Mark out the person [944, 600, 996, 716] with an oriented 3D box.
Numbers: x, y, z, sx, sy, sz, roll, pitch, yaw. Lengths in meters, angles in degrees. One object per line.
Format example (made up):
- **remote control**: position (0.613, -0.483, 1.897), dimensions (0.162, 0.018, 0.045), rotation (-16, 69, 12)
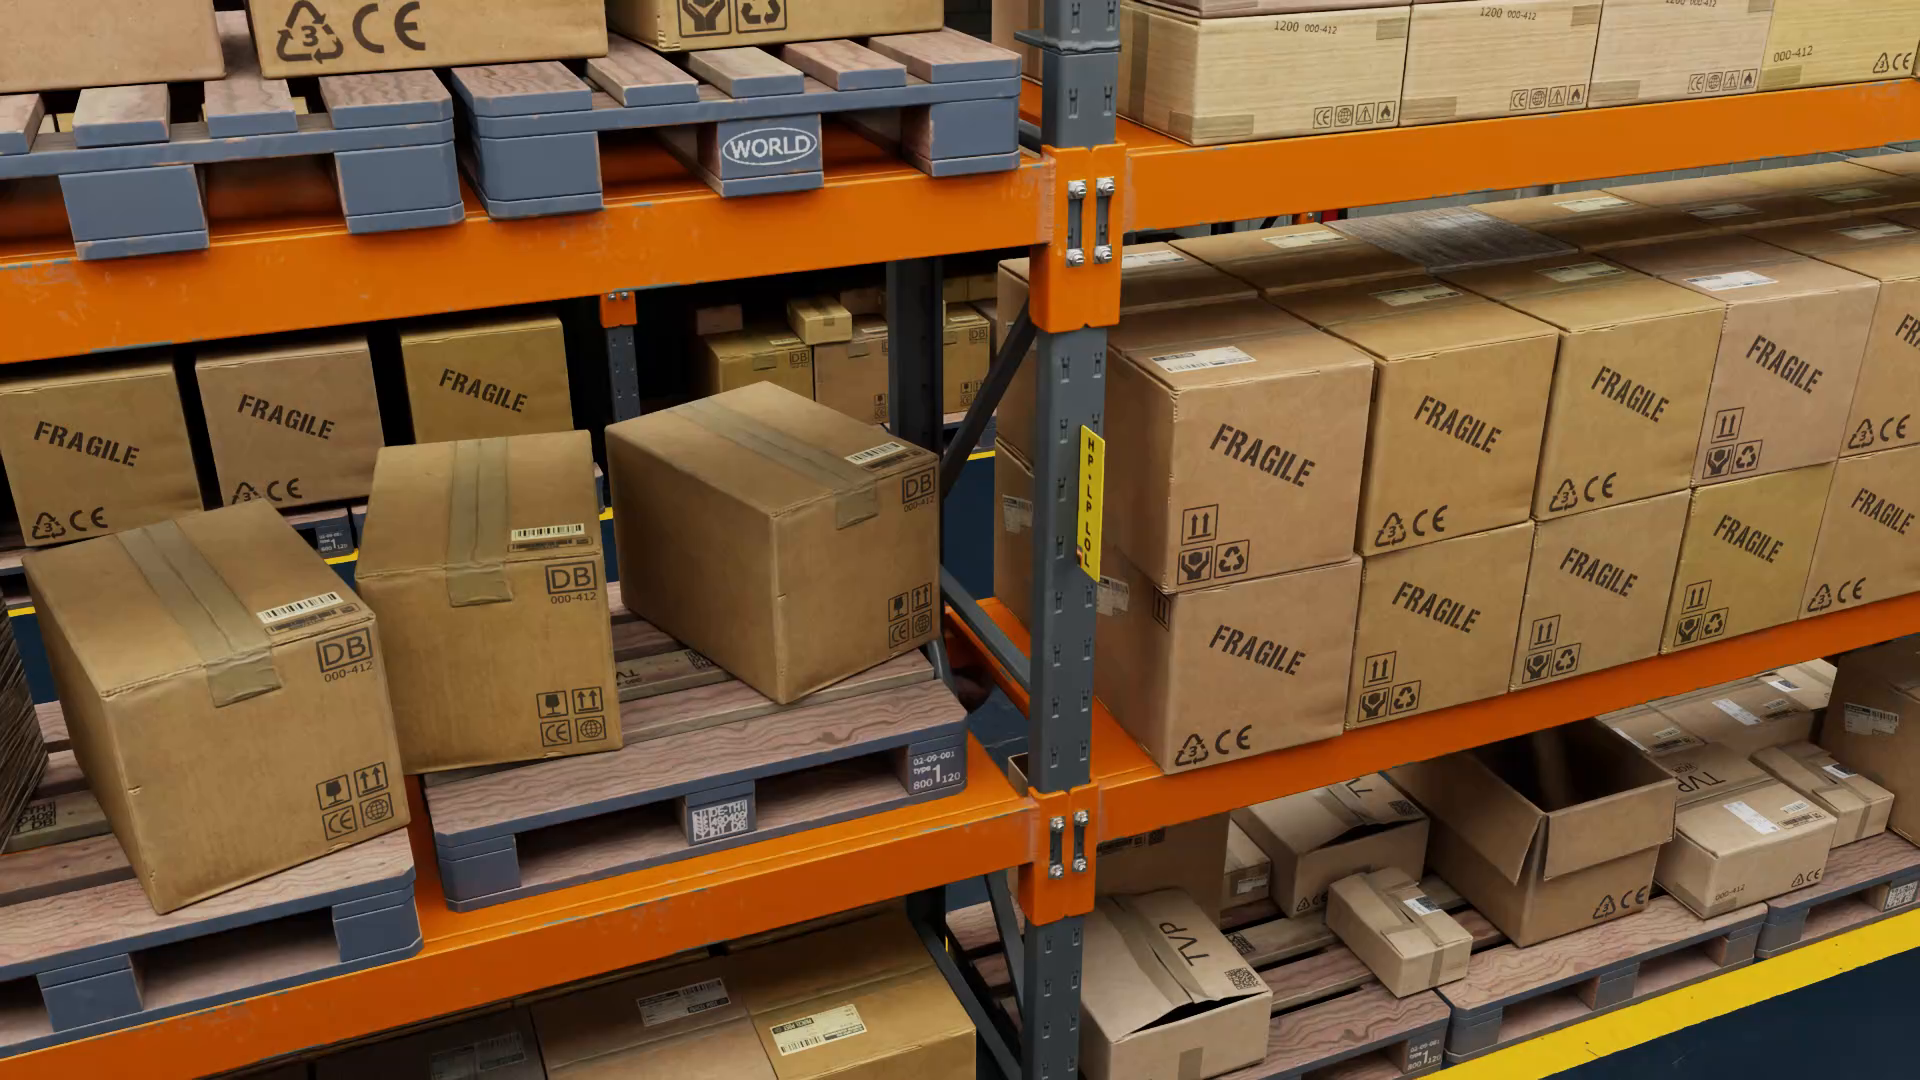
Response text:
- **person**: position (-0.274, 0.532, 6.013), dimensions (0.907, 0.920, 0.603), rotation (-12, 28, -23)
